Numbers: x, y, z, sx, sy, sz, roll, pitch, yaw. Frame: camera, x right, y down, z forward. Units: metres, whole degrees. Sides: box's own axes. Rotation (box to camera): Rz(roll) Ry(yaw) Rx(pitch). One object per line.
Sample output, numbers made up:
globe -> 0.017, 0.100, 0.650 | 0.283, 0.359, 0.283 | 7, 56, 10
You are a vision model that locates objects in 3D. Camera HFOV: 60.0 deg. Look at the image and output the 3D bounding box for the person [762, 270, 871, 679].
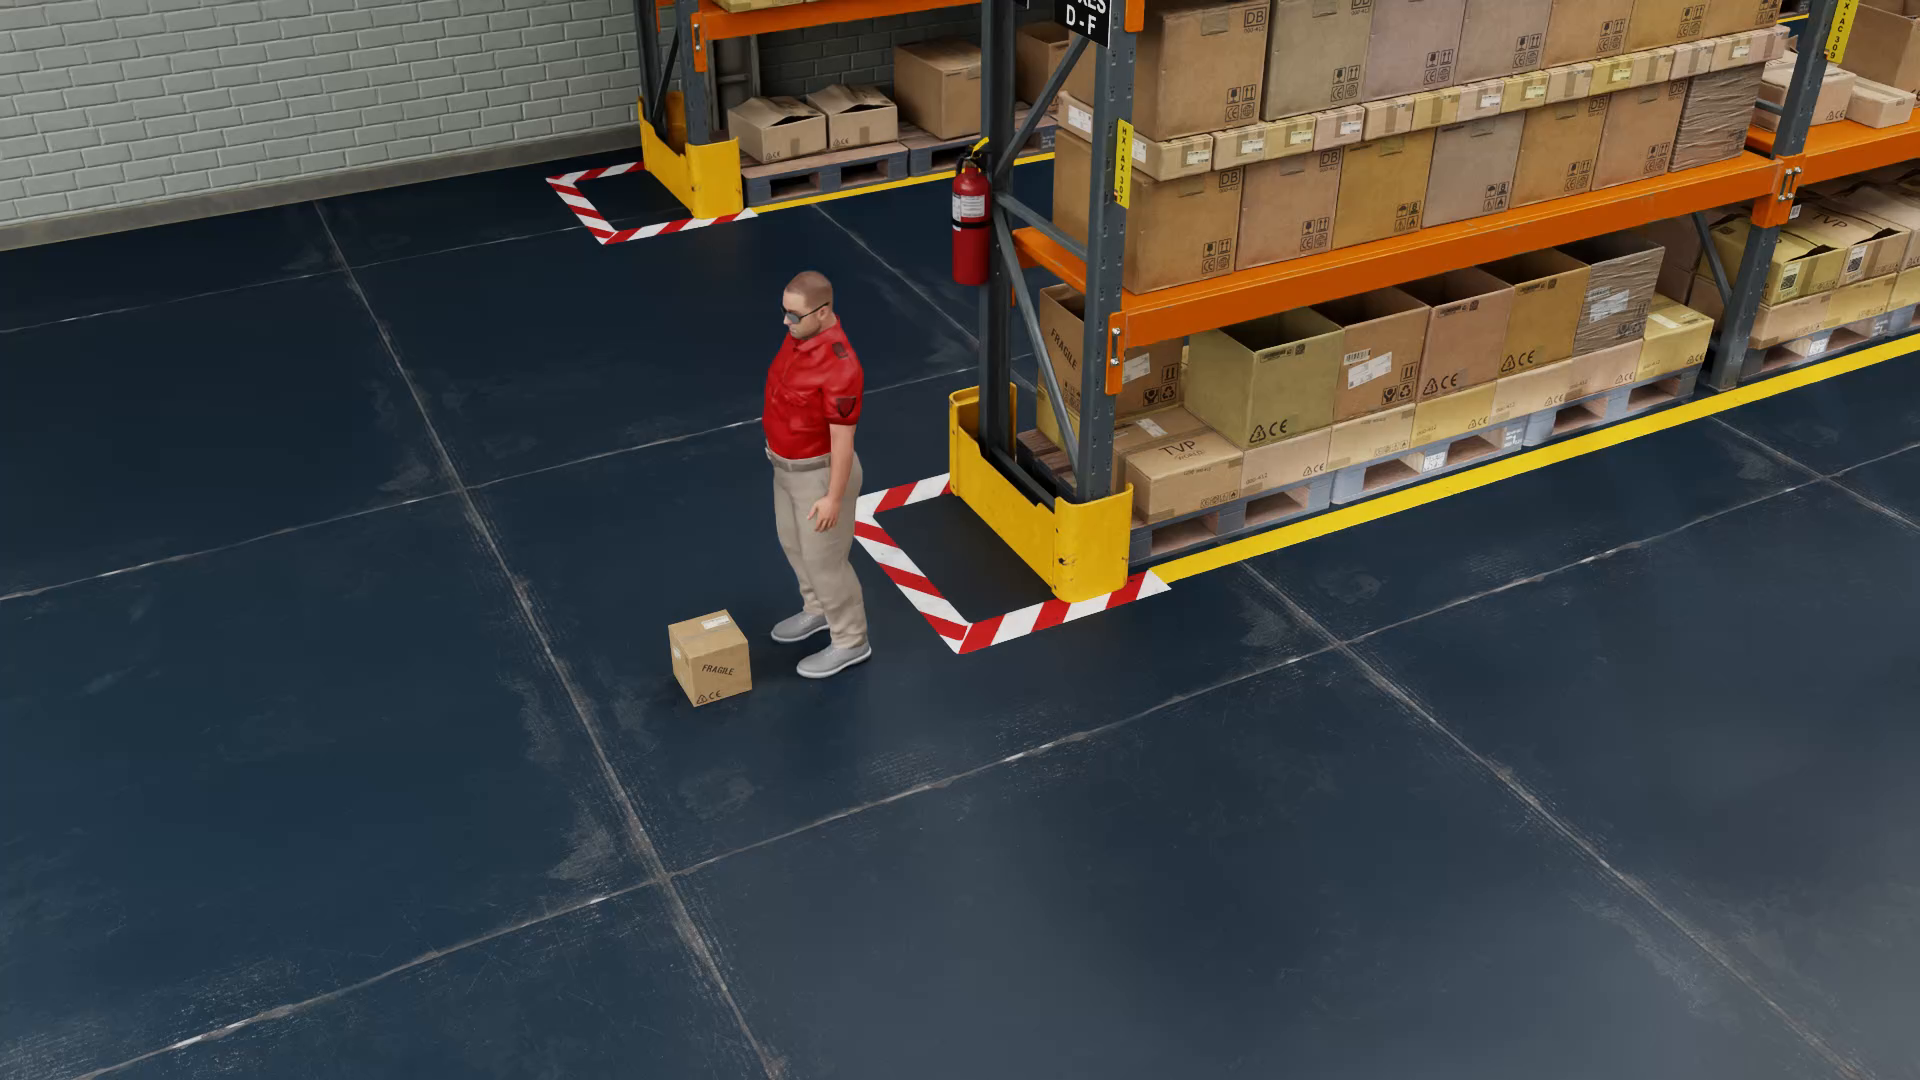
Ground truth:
person -> -0.582, -0.254, 6.558 | 0.354, 1.721, 0.529 | -15, 36, -22
